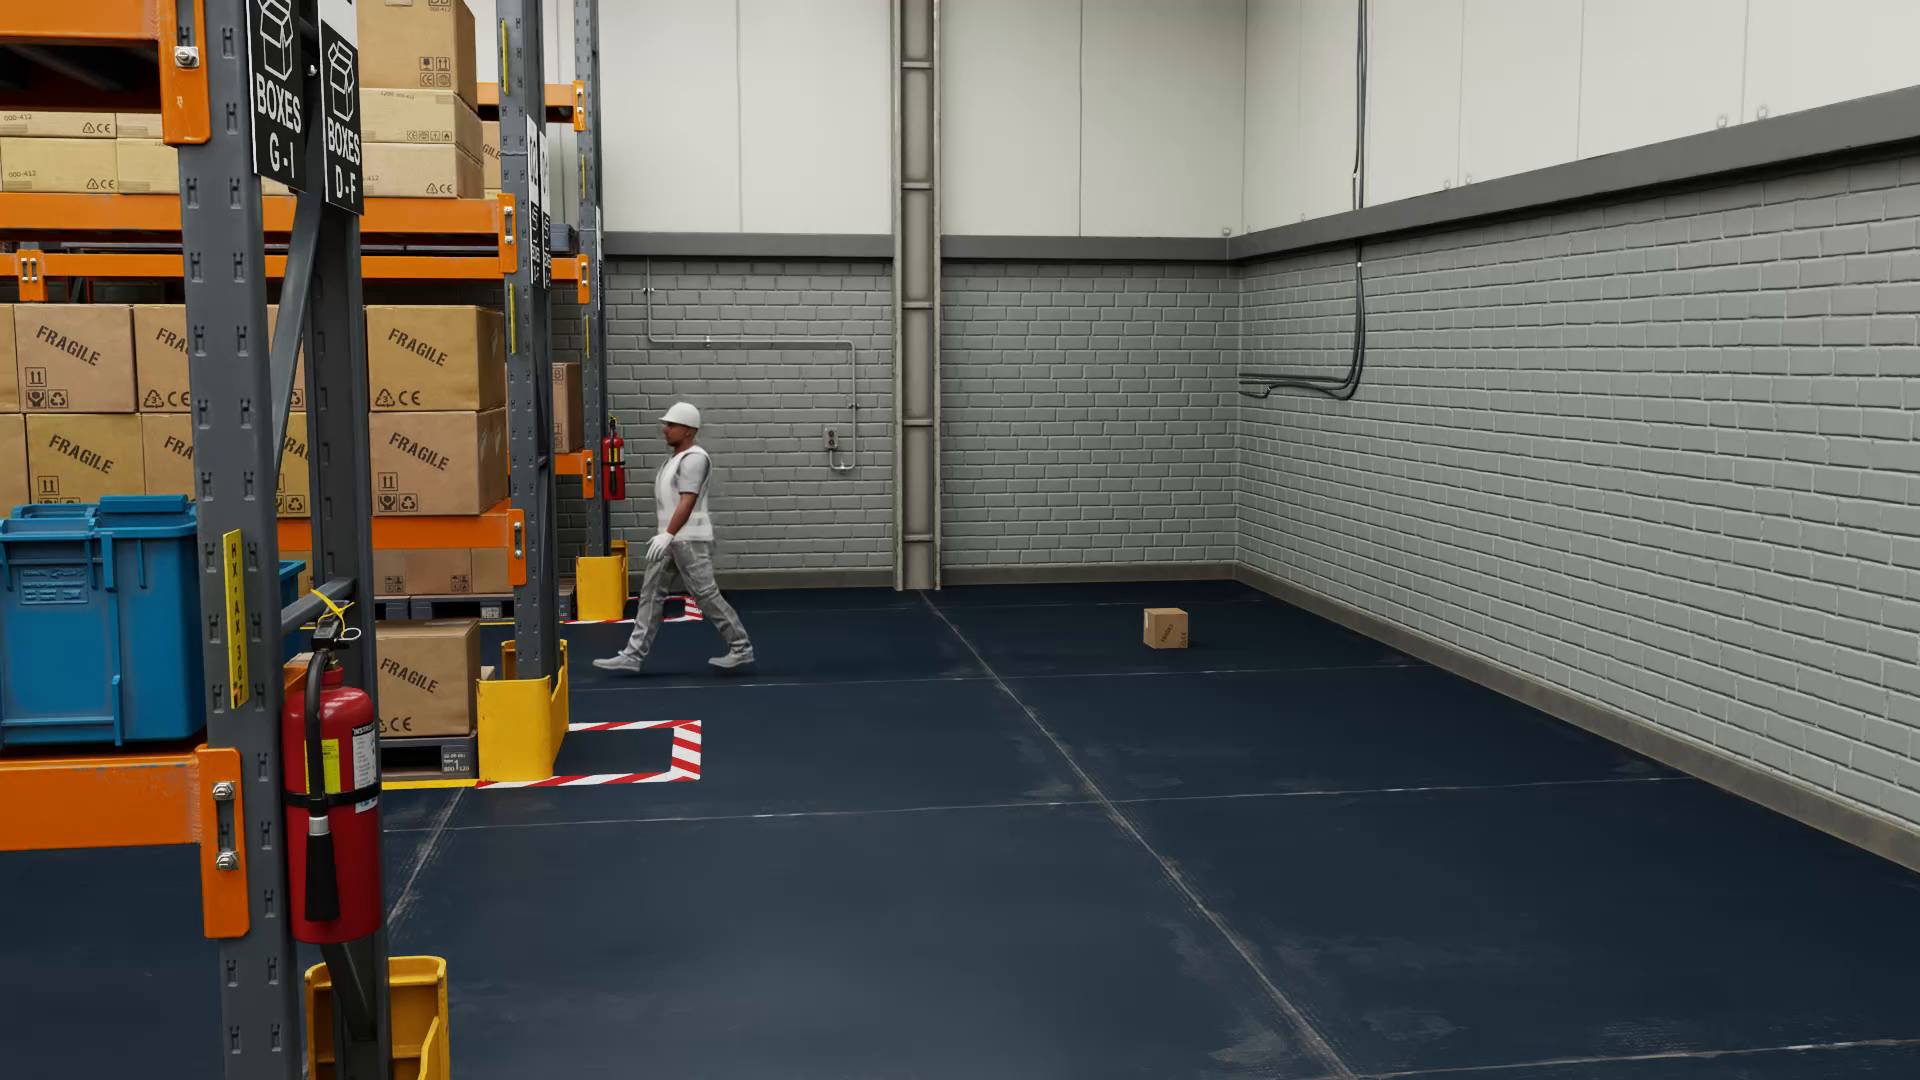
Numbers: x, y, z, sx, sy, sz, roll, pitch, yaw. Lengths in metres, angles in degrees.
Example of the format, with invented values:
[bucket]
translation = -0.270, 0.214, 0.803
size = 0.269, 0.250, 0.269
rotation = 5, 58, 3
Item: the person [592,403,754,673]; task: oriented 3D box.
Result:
[person]
translation = -1.838, -0.005, 10.638
size = 1.012, 1.739, 0.586
rotation = -3, 7, -22
